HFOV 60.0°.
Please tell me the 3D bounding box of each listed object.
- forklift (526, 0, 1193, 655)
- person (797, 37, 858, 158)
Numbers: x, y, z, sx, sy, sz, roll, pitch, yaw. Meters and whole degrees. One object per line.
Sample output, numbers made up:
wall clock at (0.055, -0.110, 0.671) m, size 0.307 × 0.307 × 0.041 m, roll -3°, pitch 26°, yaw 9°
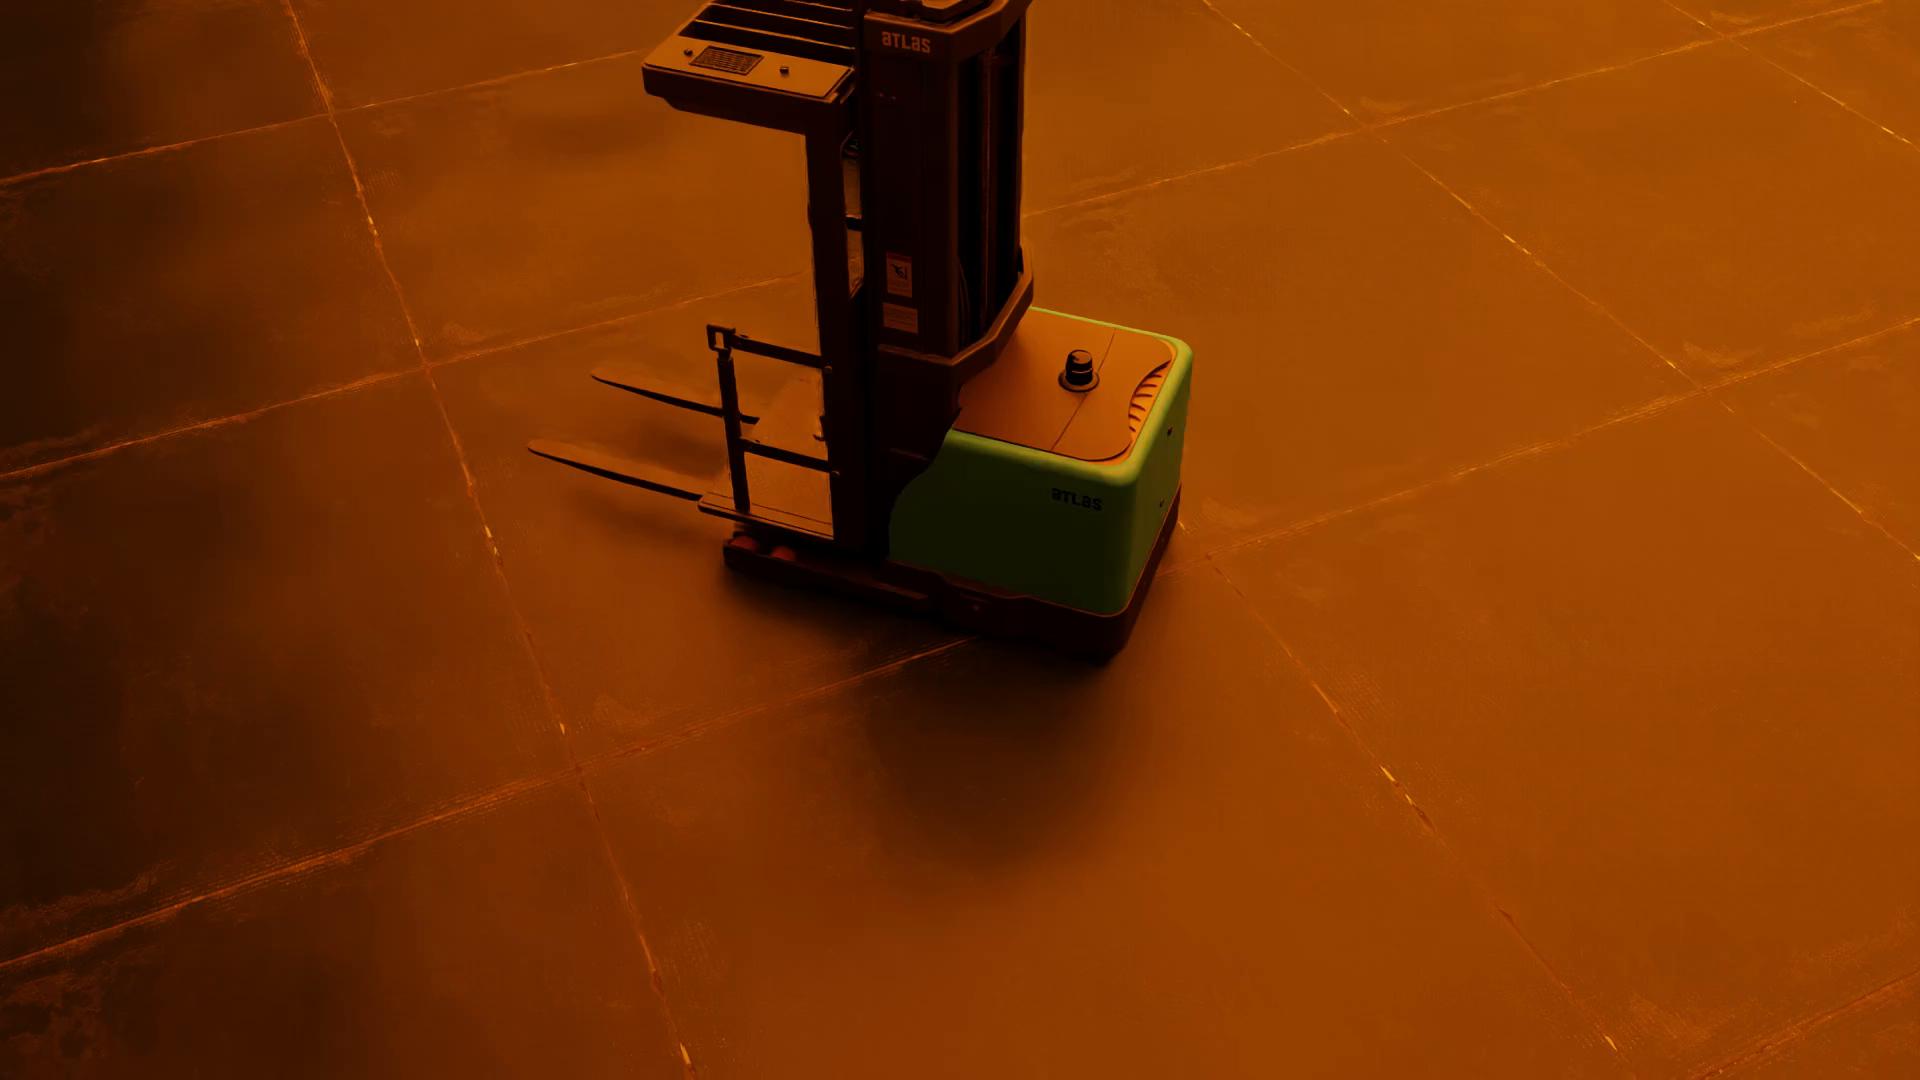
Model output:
forklift at (-0.550, -1.200, 6.966) m, size 3.031 × 2.935 × 1.130 m, roll 15°, pitch 45°, yaw 15°
person at (-0.703, -3.123, 9.853) m, size 0.638 × 1.787 × 0.564 m, roll -22°, pitch 48°, yaw -22°
